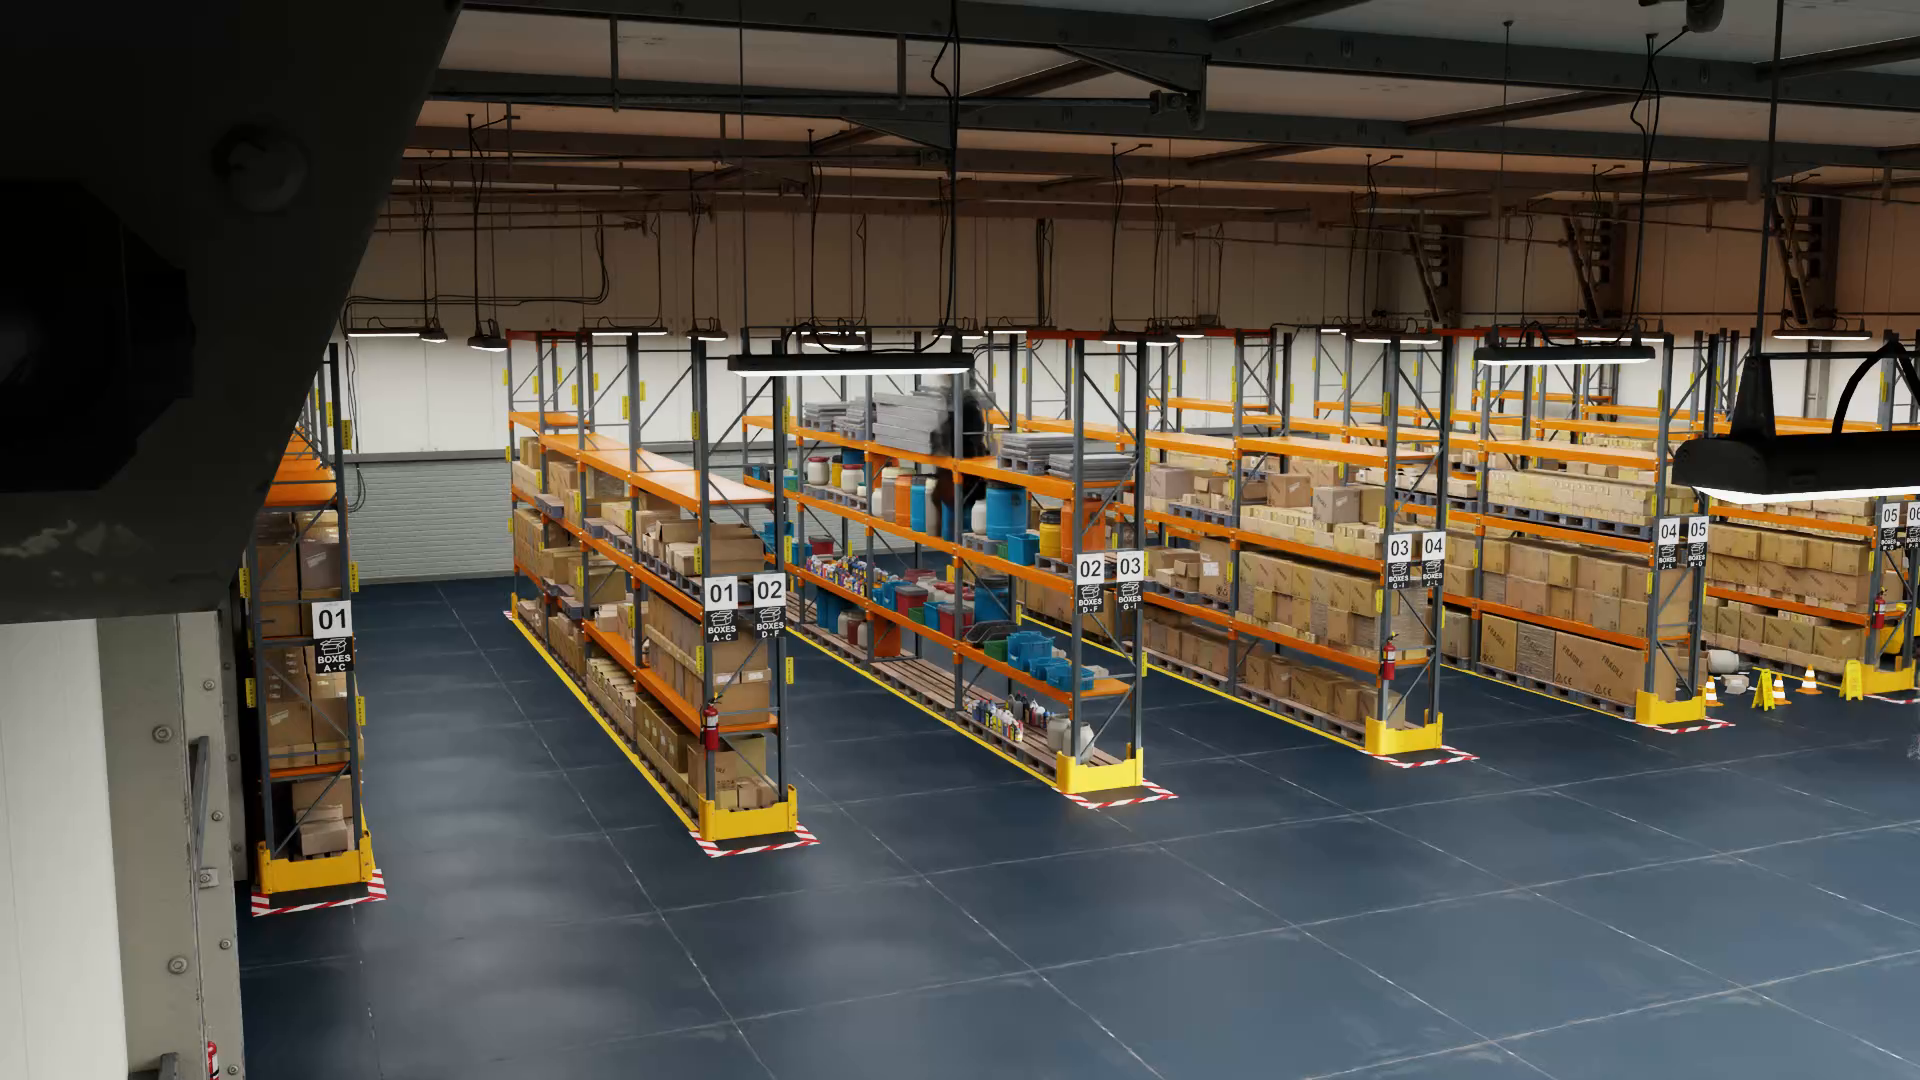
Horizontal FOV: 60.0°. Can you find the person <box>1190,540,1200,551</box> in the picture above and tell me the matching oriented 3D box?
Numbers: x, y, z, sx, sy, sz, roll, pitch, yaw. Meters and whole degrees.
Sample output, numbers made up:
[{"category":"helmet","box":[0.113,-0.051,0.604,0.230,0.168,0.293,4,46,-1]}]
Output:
[{"category":"person","box":[5.953,-0.127,41.387,0.755,1.764,0.712,5,9,30]}]
